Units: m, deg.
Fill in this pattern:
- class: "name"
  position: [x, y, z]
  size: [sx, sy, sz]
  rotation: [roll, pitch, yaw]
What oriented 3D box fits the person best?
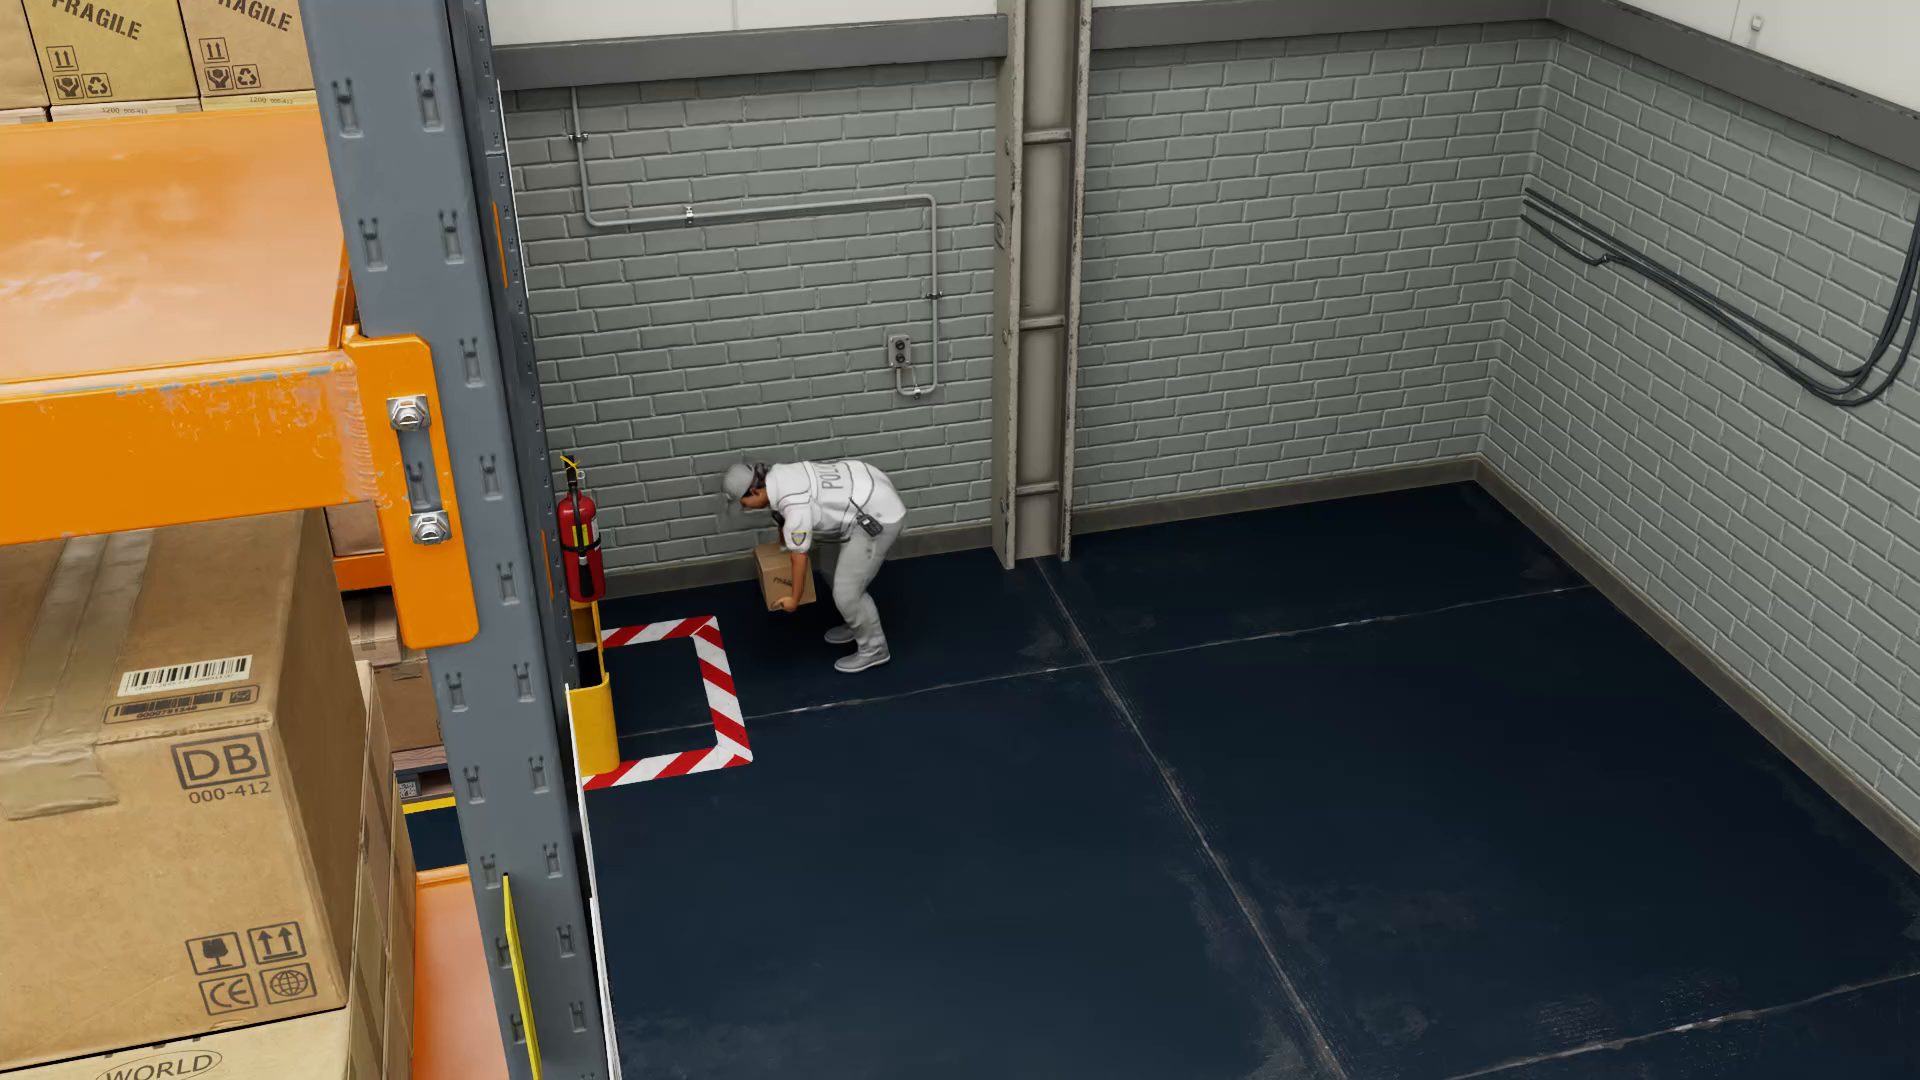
- class: "person"
  position: [-0.739, 0.102, 8.519]
  size: [0.922, 1.204, 0.462]
  rotation: [-9, 32, -15]
